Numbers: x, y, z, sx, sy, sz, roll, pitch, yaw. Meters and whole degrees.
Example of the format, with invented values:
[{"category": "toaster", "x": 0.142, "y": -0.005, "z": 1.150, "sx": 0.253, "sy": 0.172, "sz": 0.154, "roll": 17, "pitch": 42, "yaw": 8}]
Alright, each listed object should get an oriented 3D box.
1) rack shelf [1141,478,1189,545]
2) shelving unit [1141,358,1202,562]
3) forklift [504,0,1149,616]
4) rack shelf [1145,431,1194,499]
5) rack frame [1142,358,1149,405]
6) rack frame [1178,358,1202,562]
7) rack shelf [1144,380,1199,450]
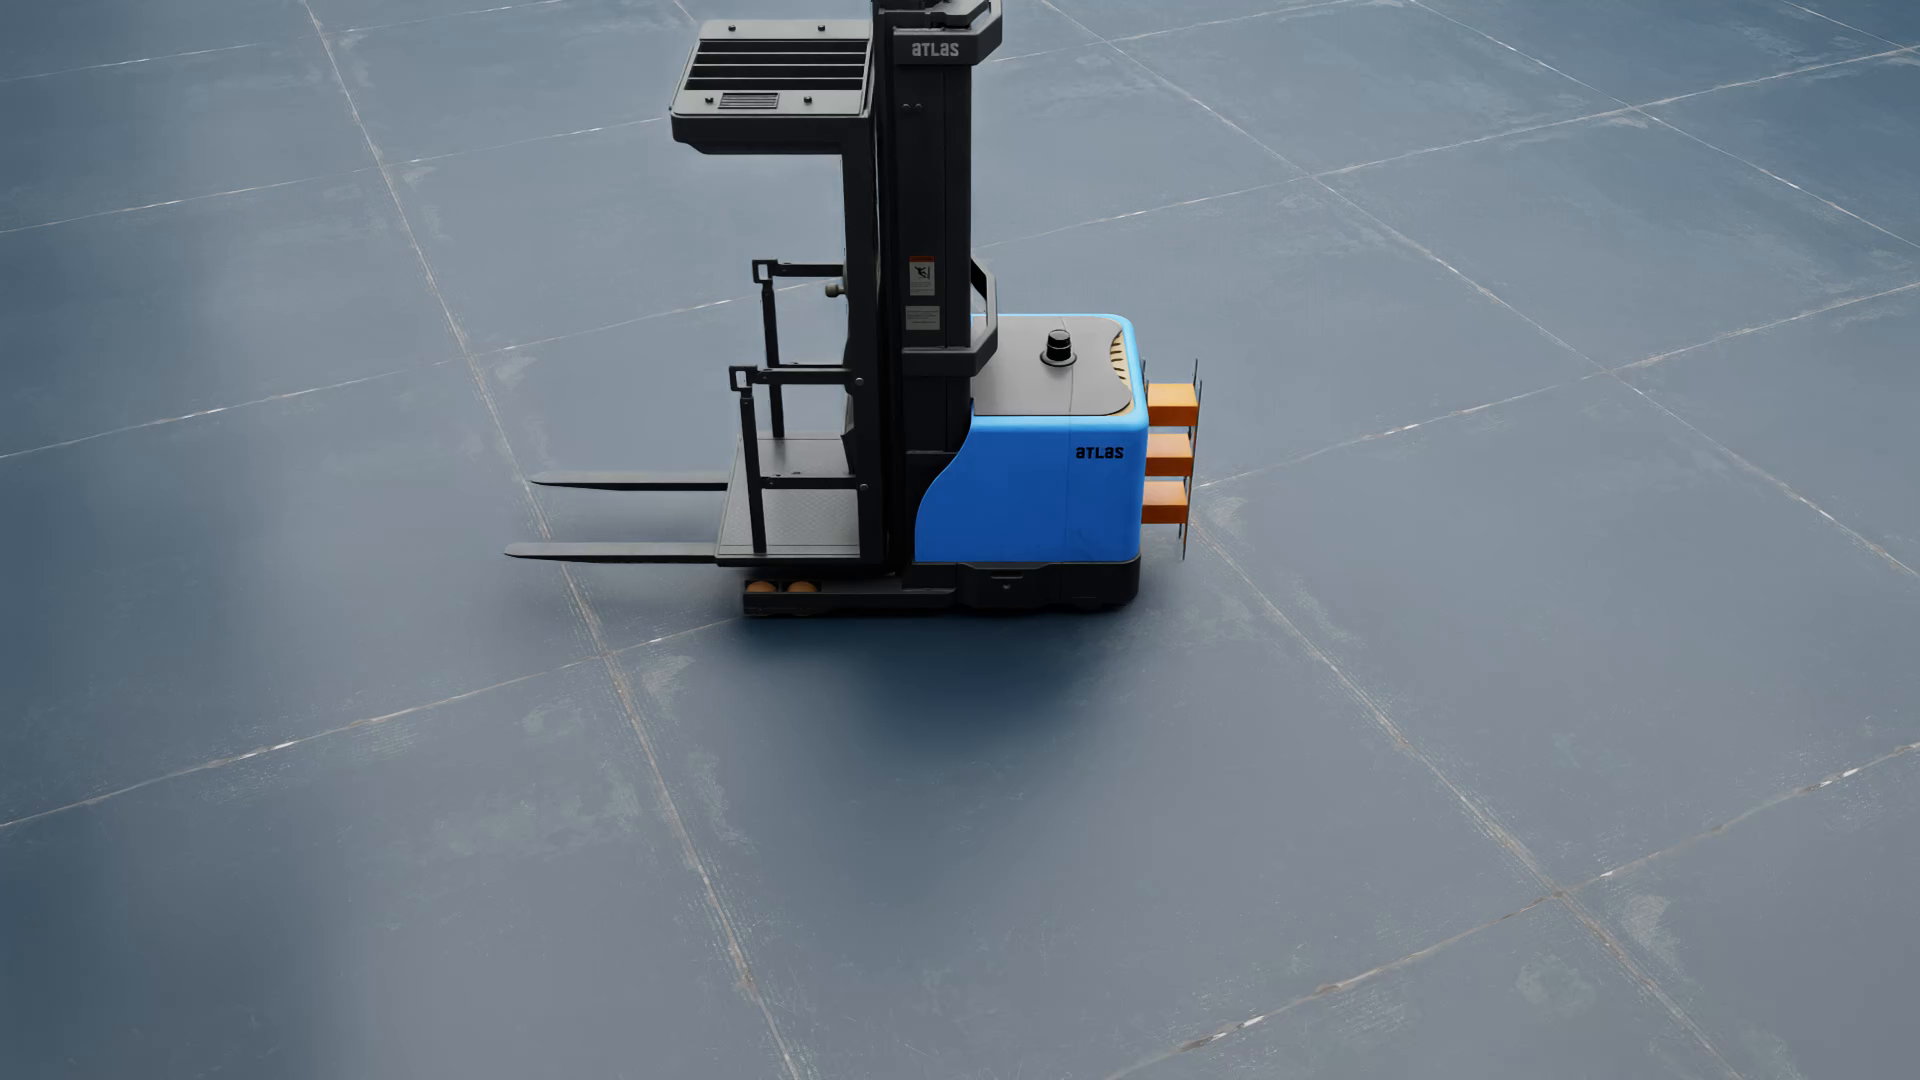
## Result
[{"category": "rack shelf", "x": 0.985, "y": -0.139, "z": 8.184, "sx": 0.240, "sy": 0.259, "sz": 0.215, "roll": 0, "pitch": 37, "yaw": 0}, {"category": "shelving unit", "x": 0.985, "y": -0.371, "z": 8.012, "sx": 0.252, "sy": 1.050, "sz": 0.215, "roll": 0, "pitch": 37, "yaw": 0}, {"category": "forklift", "x": -0.663, "y": -1.131, "z": 7.457, "sx": 3.031, "sy": 2.935, "sz": 1.130, "roll": 0, "pitch": 37, "yaw": 0}, {"category": "rack shelf", "x": 0.985, "y": -0.363, "z": 8.018, "sx": 0.240, "sy": 0.259, "sz": 0.215, "roll": 0, "pitch": 37, "yaw": 0}, {"category": "rack frame", "x": 0.863, "y": -0.371, "z": 8.012, "sx": 0.008, "sy": 1.050, "sz": 0.200, "roll": 0, "pitch": 37, "yaw": 0}, {"category": "rack frame", "x": 1.107, "y": -0.371, "z": 8.012, "sx": 0.008, "sy": 1.050, "sz": 0.200, "roll": 0, "pitch": 37, "yaw": 0}, {"category": "rack shelf", "x": 0.985, "y": -0.591, "z": 7.849, "sx": 0.240, "sy": 0.259, "sz": 0.215, "roll": 0, "pitch": 37, "yaw": 0}]
